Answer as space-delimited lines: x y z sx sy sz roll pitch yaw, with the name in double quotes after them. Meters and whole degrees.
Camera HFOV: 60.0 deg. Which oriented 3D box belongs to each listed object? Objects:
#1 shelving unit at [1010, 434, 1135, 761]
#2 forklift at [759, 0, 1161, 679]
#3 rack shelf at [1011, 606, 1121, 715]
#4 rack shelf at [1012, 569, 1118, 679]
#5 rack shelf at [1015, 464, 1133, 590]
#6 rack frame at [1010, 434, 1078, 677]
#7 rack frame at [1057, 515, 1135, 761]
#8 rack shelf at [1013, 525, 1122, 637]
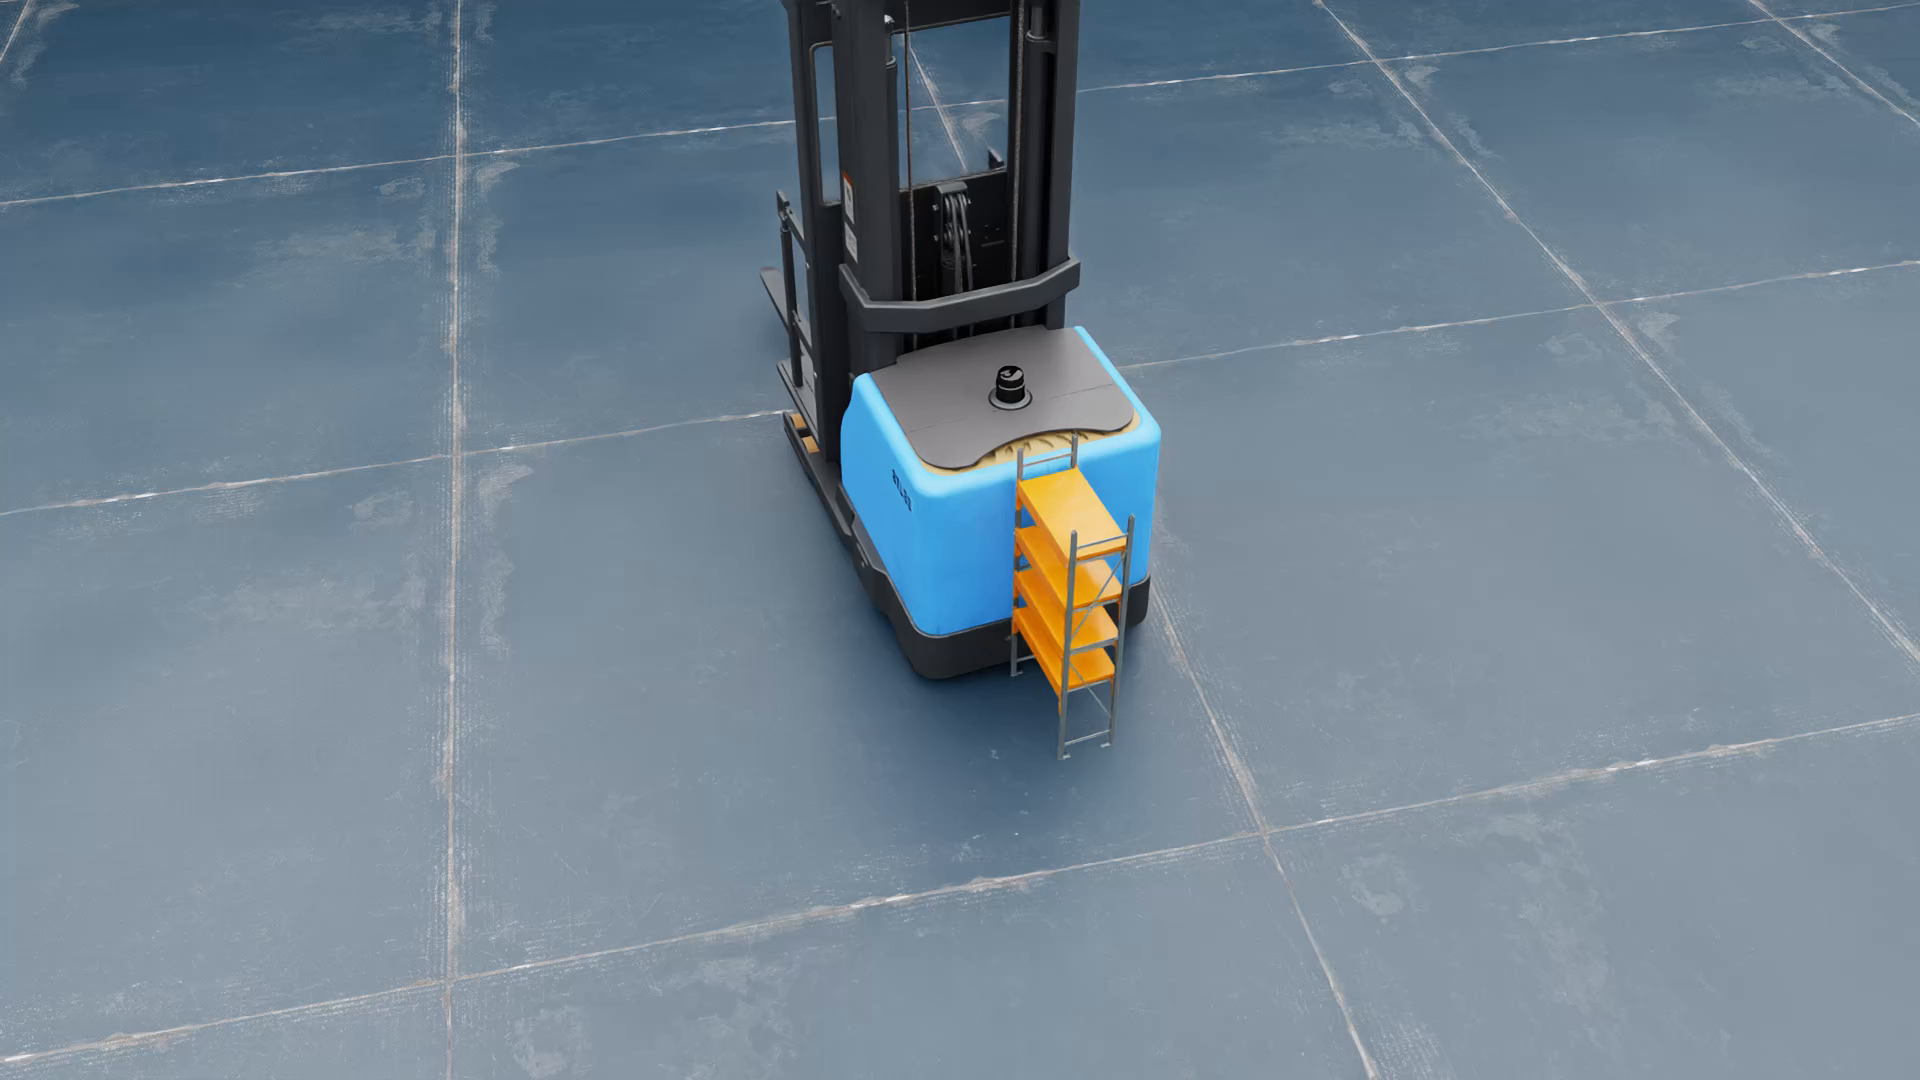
0.411 0.240 6.357 0.258 1.200 0.503 -14 44 -16 "shelving unit"
-0.205 -1.516 7.032 1.130 2.935 3.031 -14 44 -16 "forklift"
0.411 0.438 6.534 0.258 0.148 0.480 -14 44 -16 "rack shelf"
0.411 0.290 6.402 0.258 0.148 0.480 -14 44 -16 "rack shelf"
0.411 -0.054 6.095 0.258 0.148 0.480 -14 44 -16 "rack shelf"
0.324 0.088 6.527 0.240 1.200 0.015 -14 44 -16 "rack frame"
0.498 0.391 6.187 0.240 1.200 0.015 -14 44 -16 "rack frame"
0.411 0.123 6.253 0.258 0.148 0.480 -14 44 -16 "rack shelf"
